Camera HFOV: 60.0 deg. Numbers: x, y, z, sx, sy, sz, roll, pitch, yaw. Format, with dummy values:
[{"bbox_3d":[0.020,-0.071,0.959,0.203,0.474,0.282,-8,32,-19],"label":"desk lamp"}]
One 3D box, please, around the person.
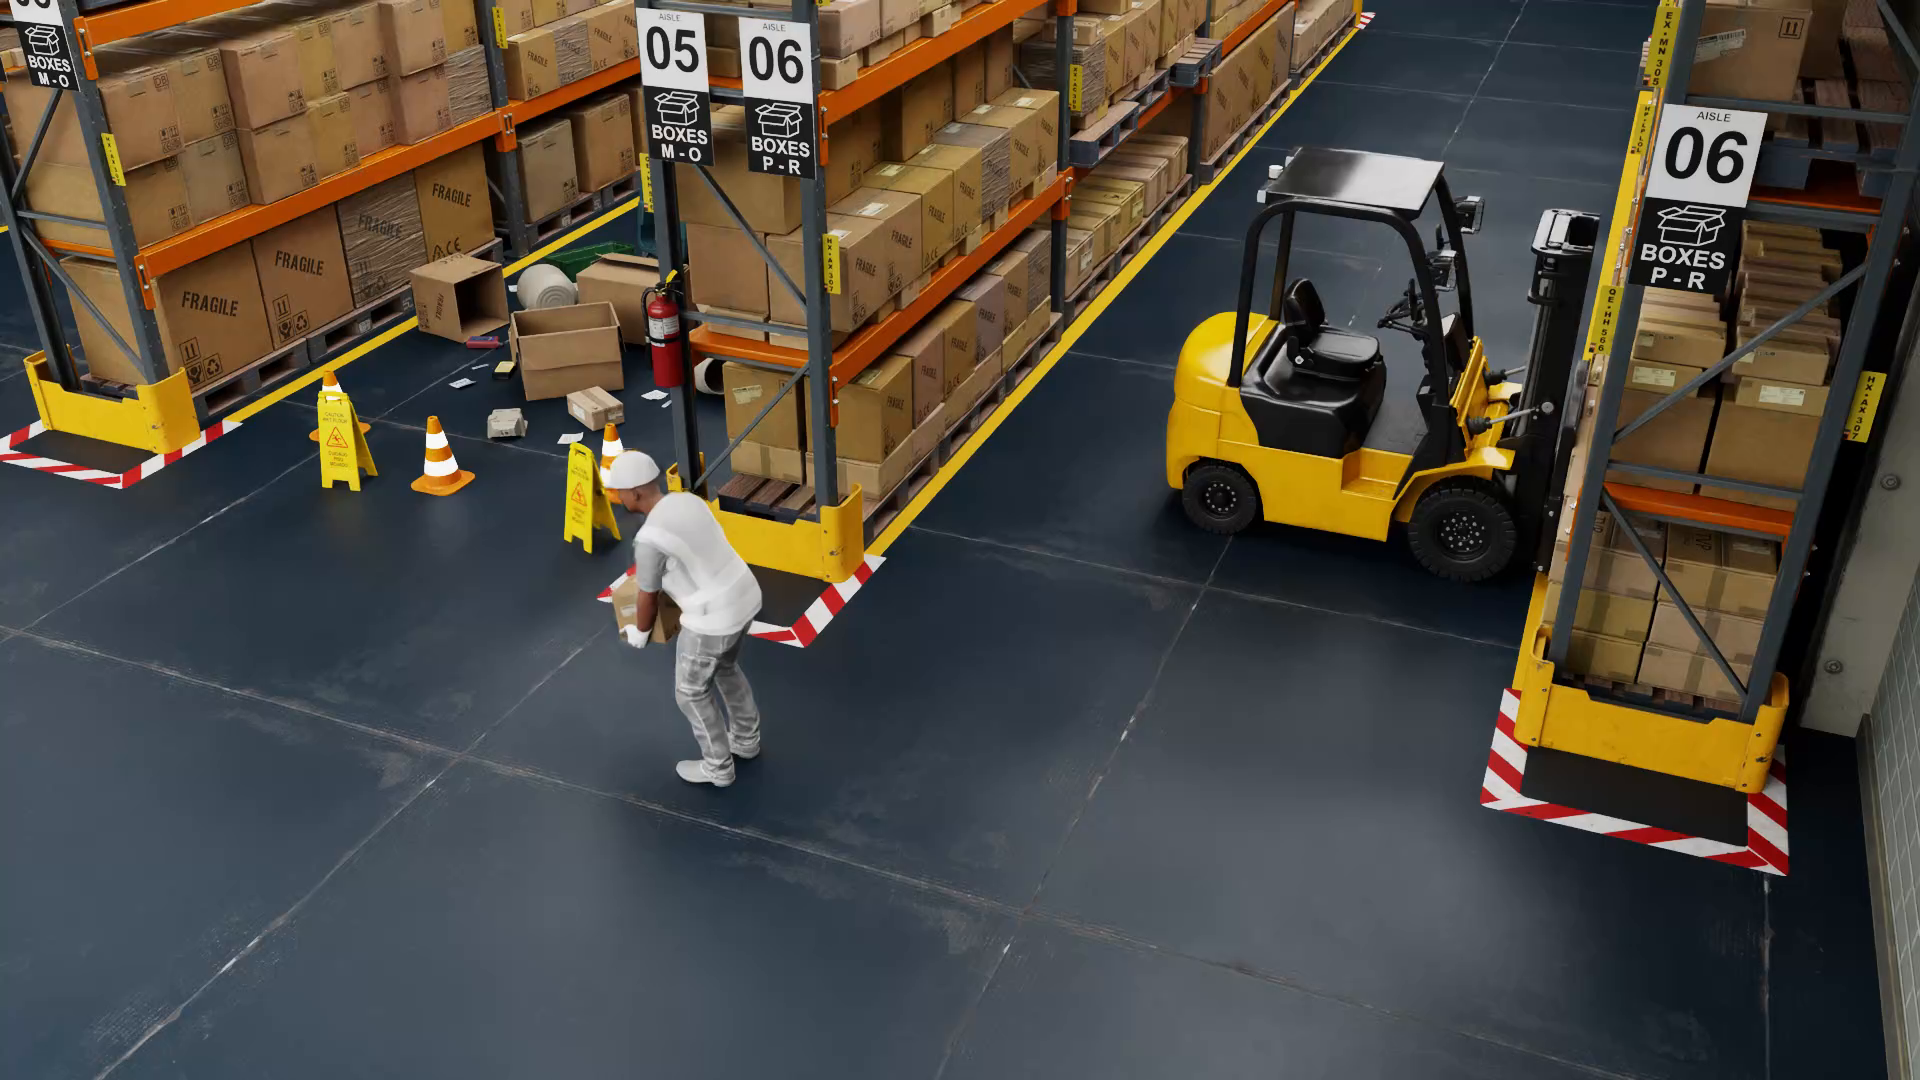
[{"bbox_3d":[-1.291,0.363,7.851,0.696,1.668,0.486,11,31,19],"label":"person"}]
